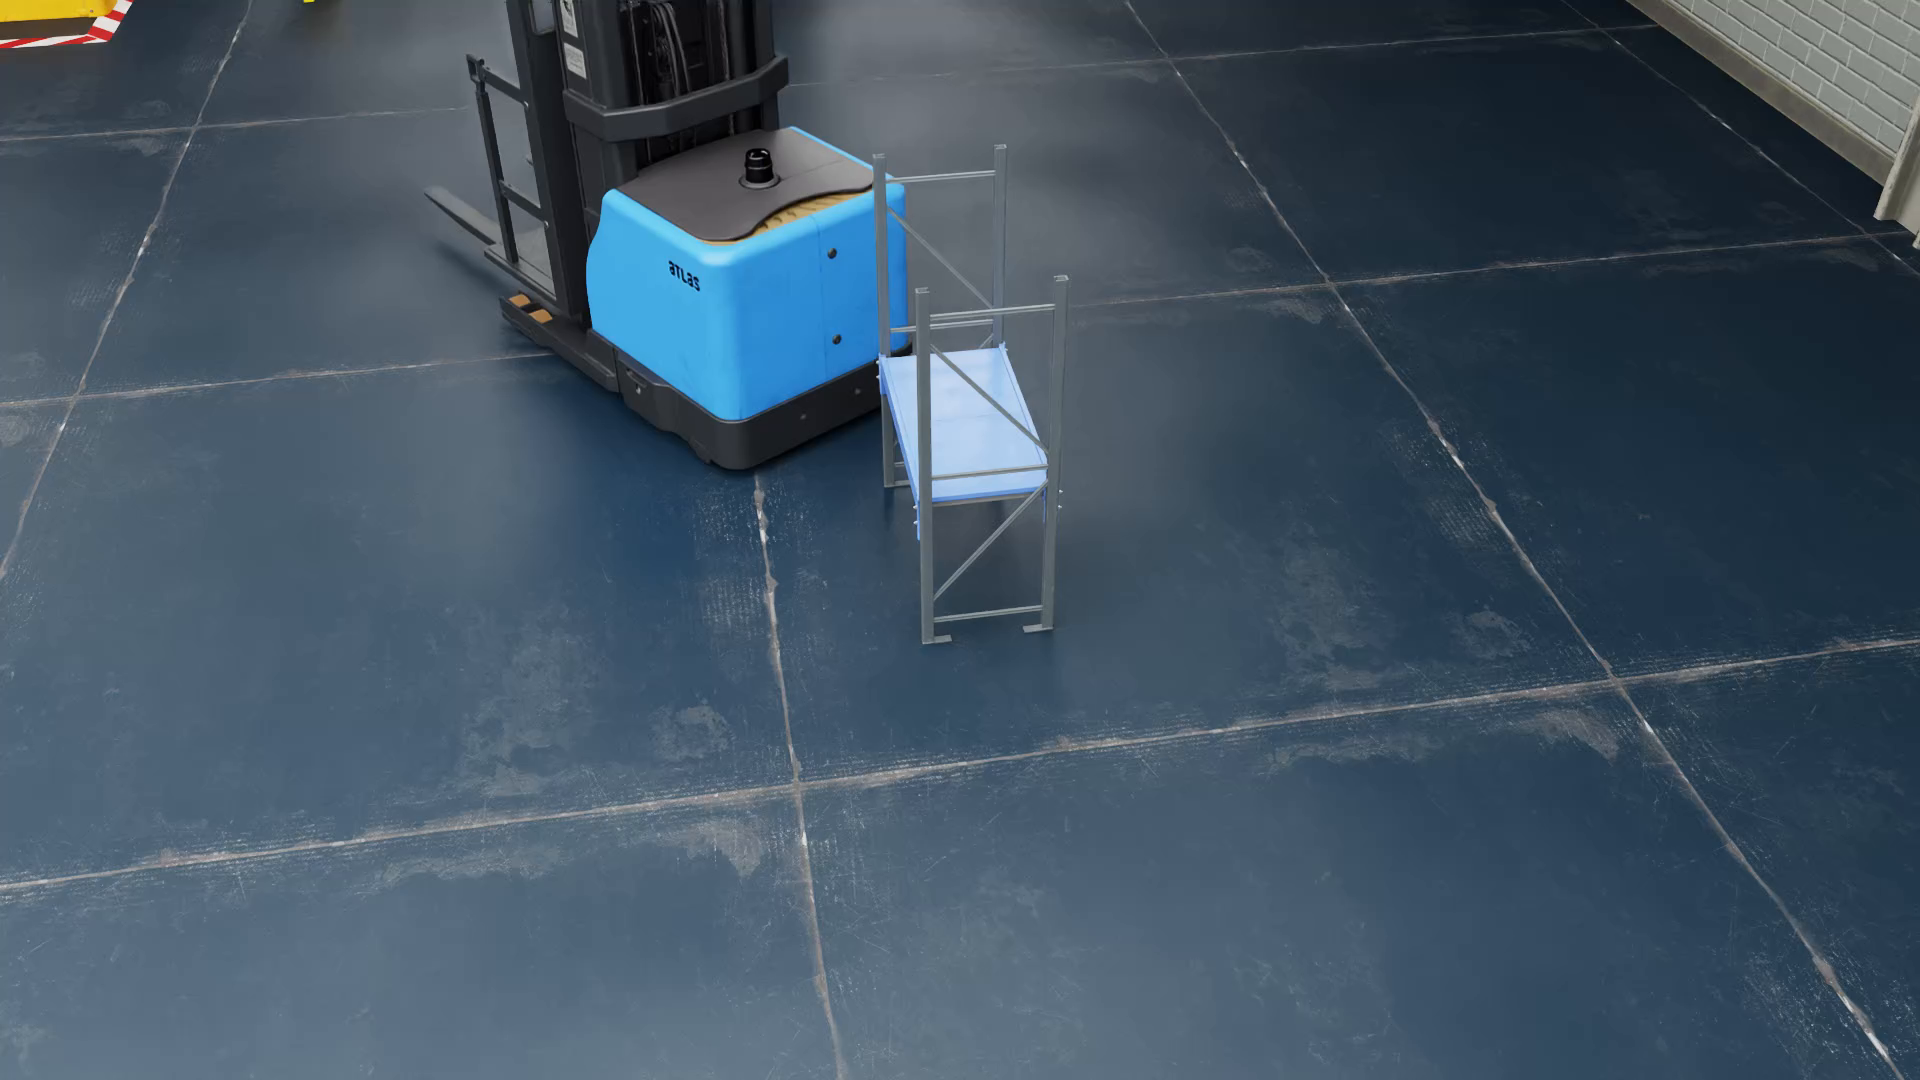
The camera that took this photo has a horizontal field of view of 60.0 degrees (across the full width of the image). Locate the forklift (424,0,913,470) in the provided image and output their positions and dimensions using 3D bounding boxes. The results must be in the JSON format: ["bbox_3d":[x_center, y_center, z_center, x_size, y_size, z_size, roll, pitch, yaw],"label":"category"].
[{"bbox_3d":[-1.570,-2.276,7.290,1.130,2.935,3.031,-29,46,-32],"label":"forklift"}]

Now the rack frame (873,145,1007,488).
[{"bbox_3d":[-0.074,-0.848,6.619,0.500,1.500,0.032,-6,38,-8],"label":"rack frame"}]

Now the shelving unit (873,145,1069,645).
[{"bbox_3d":[0.015,-0.541,6.224,0.538,1.500,1.048,-6,38,-8],"label":"shelving unit"}]

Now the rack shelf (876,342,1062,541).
[{"bbox_3d":[0.015,-0.399,6.334,0.538,0.185,1.000,-6,38,-8],"label":"rack shelf"}]

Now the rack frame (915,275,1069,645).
[{"bbox_3d":[0.104,-0.234,5.828,0.500,1.500,0.032,-6,38,-8],"label":"rack frame"}]

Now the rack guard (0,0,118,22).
[{"bbox_3d":[-6.421,-3.816,11.254,1.175,0.500,0.348,-6,38,-8],"label":"rack guard"}]

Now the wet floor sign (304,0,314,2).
[{"bbox_3d":[-4.471,-4.083,11.480,0.267,0.644,0.232,-13,40,-16],"label":"wet floor sign"}]

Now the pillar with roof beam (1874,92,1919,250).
[{"bbox_3d":[0.896,-4.746,5.524,9.100,9.000,0.400,-6,38,-8],"label":"pillar with roof beam"}]
